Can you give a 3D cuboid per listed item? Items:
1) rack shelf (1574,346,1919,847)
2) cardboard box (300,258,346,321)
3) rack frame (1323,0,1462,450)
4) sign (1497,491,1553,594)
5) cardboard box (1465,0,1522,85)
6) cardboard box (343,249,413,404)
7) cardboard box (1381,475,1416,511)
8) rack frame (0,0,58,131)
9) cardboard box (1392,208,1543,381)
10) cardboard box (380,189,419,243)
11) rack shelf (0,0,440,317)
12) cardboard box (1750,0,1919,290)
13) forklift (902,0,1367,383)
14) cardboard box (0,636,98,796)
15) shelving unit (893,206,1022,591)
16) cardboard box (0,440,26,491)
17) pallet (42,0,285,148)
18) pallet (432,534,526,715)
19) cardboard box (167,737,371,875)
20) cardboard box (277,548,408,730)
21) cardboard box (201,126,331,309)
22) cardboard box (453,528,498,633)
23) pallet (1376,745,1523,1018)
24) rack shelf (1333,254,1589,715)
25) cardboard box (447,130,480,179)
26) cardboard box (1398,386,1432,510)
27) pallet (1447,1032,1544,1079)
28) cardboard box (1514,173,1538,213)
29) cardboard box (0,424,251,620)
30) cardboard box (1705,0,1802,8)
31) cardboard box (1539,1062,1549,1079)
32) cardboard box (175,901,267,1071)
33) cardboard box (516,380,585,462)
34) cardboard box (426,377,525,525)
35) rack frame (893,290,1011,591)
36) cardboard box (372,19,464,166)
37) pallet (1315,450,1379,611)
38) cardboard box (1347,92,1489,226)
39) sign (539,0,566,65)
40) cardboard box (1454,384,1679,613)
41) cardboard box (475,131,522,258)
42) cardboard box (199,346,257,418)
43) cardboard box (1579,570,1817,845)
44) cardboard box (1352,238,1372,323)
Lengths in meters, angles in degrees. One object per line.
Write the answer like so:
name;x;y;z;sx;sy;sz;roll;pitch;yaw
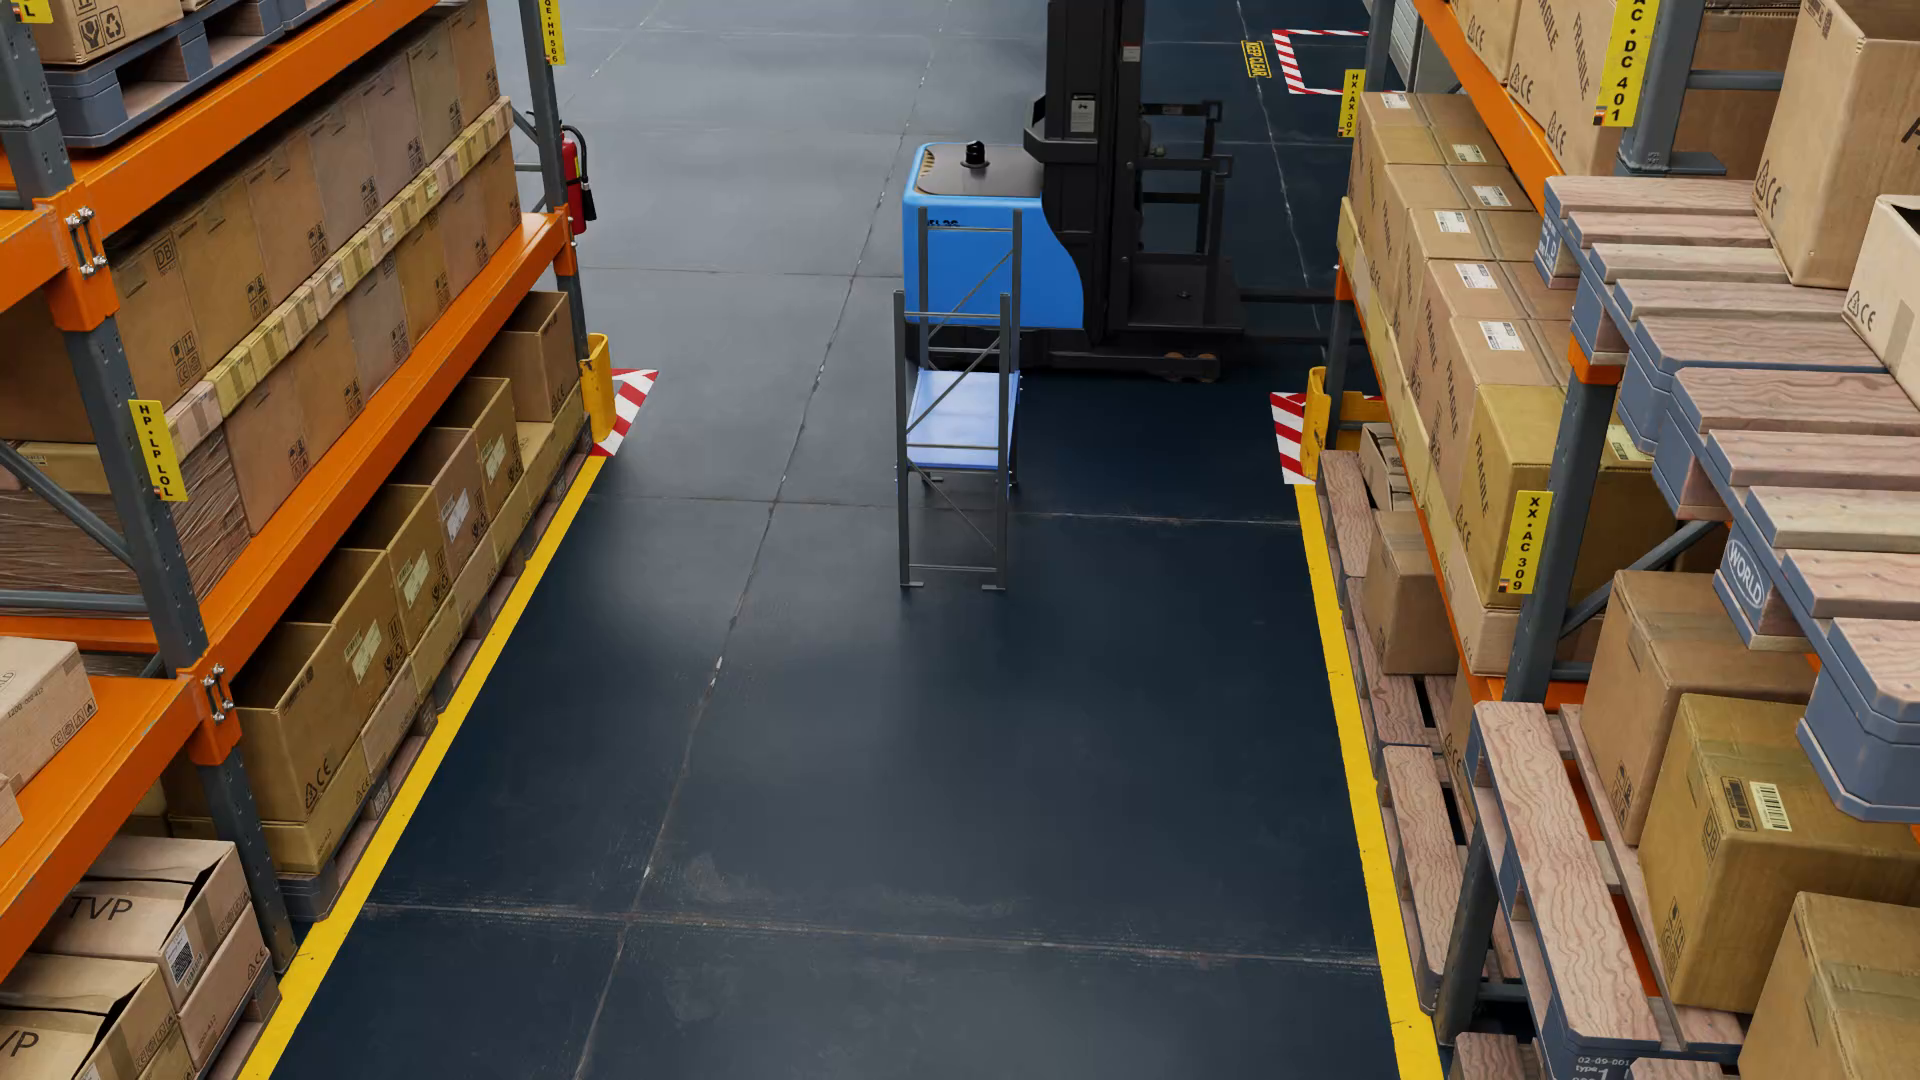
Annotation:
rack shelf;1.928;0.471;2.453;1.077;0.370;4.000;2;32;4
cardboard box;-2.531;-0.938;6.200;0.380;0.149;0.250;2;32;3
rack frame;2.417;-1.695;8.142;1.000;3.000;0.127;2;32;4
sign;1.550;0.009;4.552;0.100;0.325;0.005;2;32;4
cardboard box;1.947;-1.762;5.276;0.500;0.500;0.500;1;32;2
cardboard box;-2.695;-0.894;6.747;0.700;0.500;0.500;3;32;5
cardboard box;2.224;-0.082;7.667;0.500;0.311;0.500;5;32;8
rack frame;-2.846;-2.367;3.514;1.000;3.000;0.127;2;32;4
cardboard box;1.950;-0.924;6.299;0.500;0.500;0.500;3;32;6
cardboard box;-2.466;-1.339;6.849;0.380;0.149;0.250;3;32;5
rack shelf;-2.684;-1.830;6.187;1.077;0.370;4.000;2;32;4
cardboard box;1.967;-0.820;3.366;0.500;0.500;0.500;7;32;11
forklift;1.201;-2.460;9.448;3.031;2.935;1.130;2;32;4
cardboard box;-2.843;0.510;4.707;0.500;0.250;0.500;4;32;7
shelving unit;0.007;-0.683;7.929;0.538;1.500;1.048;2;32;4
cardboard box;-3.038;-0.283;5.137;0.380;0.149;0.250;2;32;4
pallet;-2.803;-1.500;5.050;1.003;0.211;1.213;2;32;4
pallet;-2.643;0.320;7.529;1.003;0.211;1.213;2;32;4
cardboard box;-2.506;0.949;6.072;0.500;0.250;0.500;2;32;4
cardboard box;-2.464;0.368;6.299;0.500;0.500;0.500;2;32;4
cardboard box;-2.735;-1.167;5.952;0.700;0.500;0.500;2;32;4
cardboard box;-2.380;0.165;7.344;0.500;0.250;0.500;2;32;4
pallet;2.111;1.231;6.052;1.003;0.211;1.213;2;32;4
rack shelf;2.254;-0.343;6.633;1.077;0.370;4.000;2;32;4
cardboard box;-2.403;-1.745;7.509;0.380;0.149;0.250;2;32;3
cardboard box;1.902;-0.333;6.055;0.500;0.250;0.500;2;32;4
pallet;2.029;1.991;4.819;1.003;0.211;1.213;2;32;4
cardboard box;2.502;-1.170;6.699;0.500;0.500;0.500;2;32;3
cardboard box;-2.817;-0.088;5.439;0.700;0.500;0.500;2;32;3
cardboard box;1.862;-1.631;4.111;0.500;0.500;0.500;0;32;0
cardboard box;2.048;1.659;4.662;0.700;0.500;0.500;3;32;6
cardboard box;-2.591;1.408;5.327;0.500;0.250;0.500;2;32;4
cardboard box;-2.270;-0.620;8.618;0.500;0.250;0.500;2;32;4
cardboard box;-2.335;-0.416;7.571;0.500;0.500;0.500;2;32;4
rack frame;-0.034;-0.417;7.498;0.500;1.500;0.032;2;32;4
cardboard box;-2.613;-1.953;7.229;0.700;0.500;0.500;2;32;3
pallet;2.309;-0.045;8.122;1.003;0.211;1.213;2;32;4
cardboard box;2.078;-1.722;7.595;0.500;0.500;0.500;2;32;4
sign;-1.981;-2.468;8.067;0.100;0.325;0.005;2;32;4
cardboard box;1.821;-0.128;5.008;0.500;0.500;0.500;2;32;4
cardboard box;-2.572;-1.704;8.060;0.700;0.500;0.500;2;32;4
cardboard box;-2.592;-0.531;5.538;0.380;0.149;0.250;2;32;3
cardboard box;2.016;0.431;4.177;0.700;0.500;0.500;3;32;4
cardboard box;2.033;-1.126;7.342;0.500;0.250;0.500;2;32;2
